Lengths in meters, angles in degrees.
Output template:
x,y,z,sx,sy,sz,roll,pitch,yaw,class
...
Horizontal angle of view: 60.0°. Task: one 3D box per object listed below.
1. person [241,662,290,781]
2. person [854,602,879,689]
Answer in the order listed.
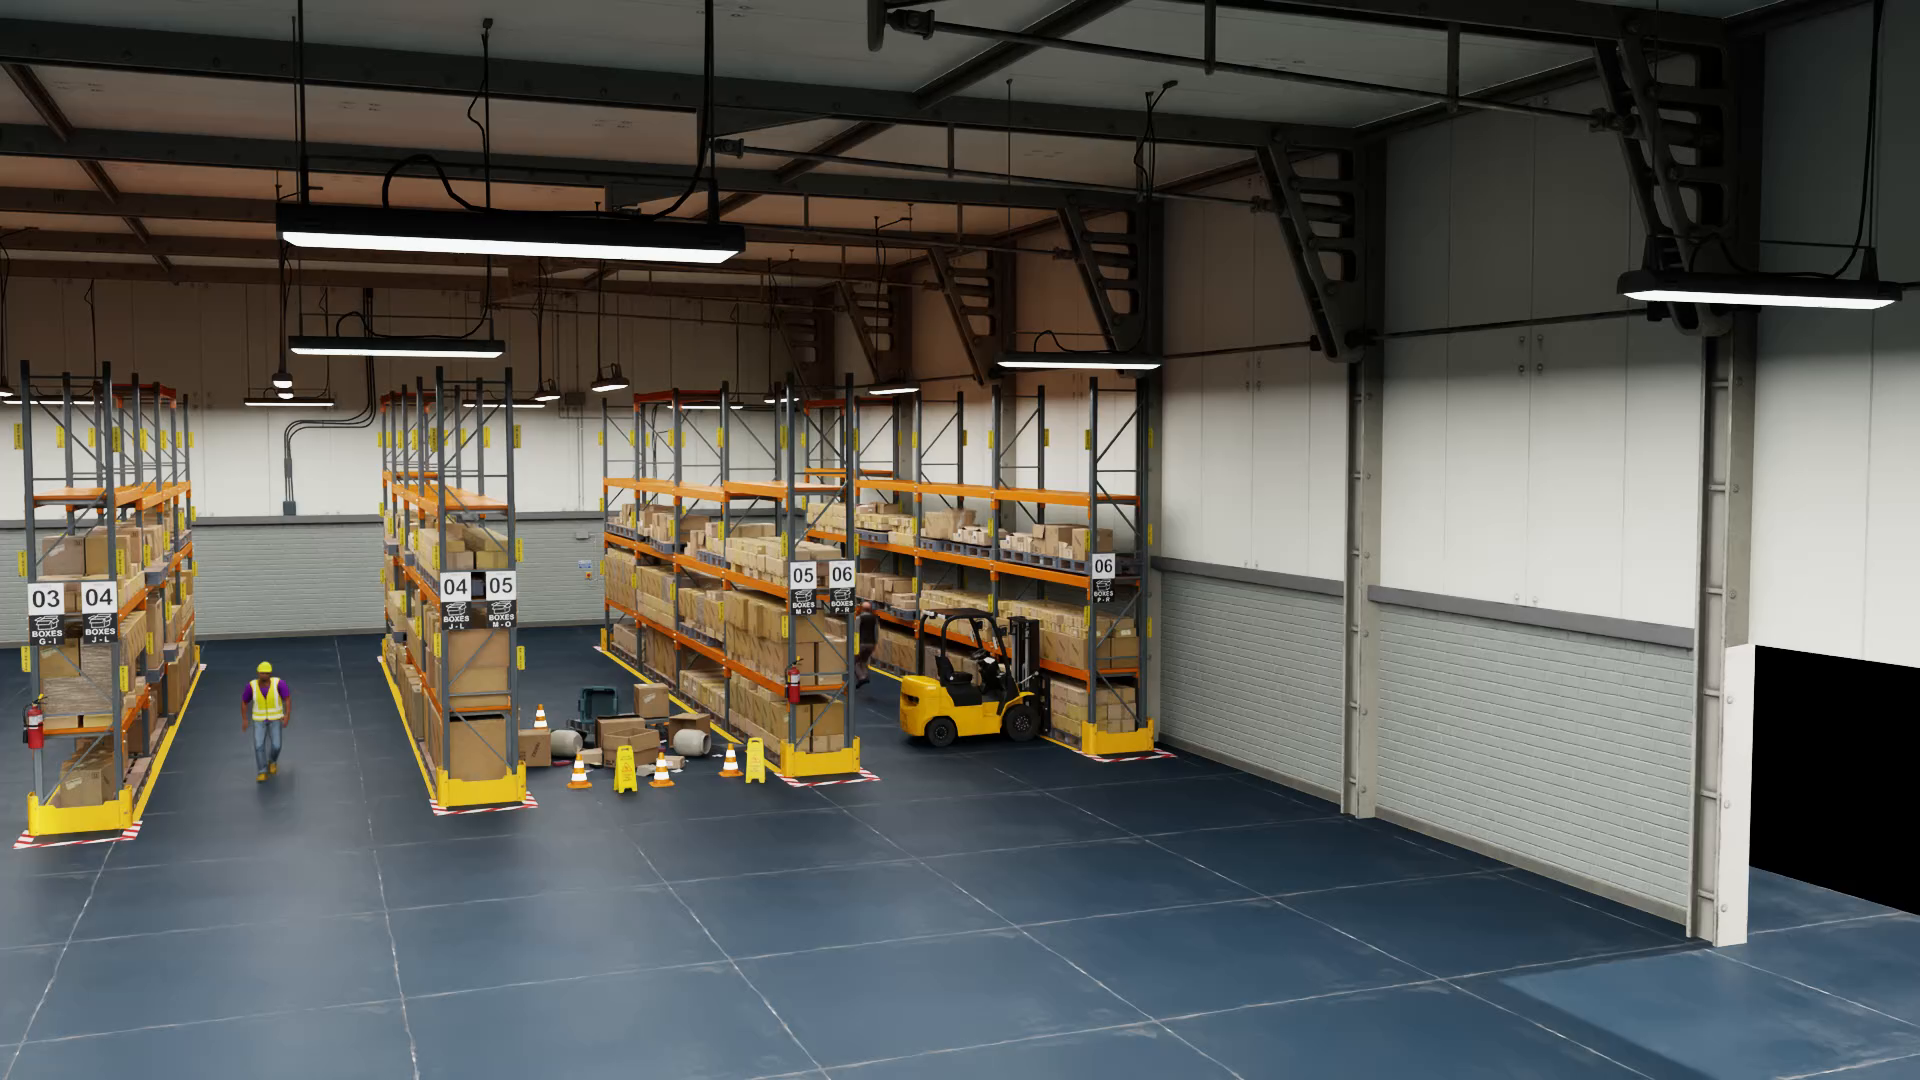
x,y,z,sx,sy,sz,roll,pitch,yaw,class
-10.276,2.657,24.626,0.672,1.746,0.619,-1,4,-20,person
-1.853,2.042,32.301,0.569,1.682,0.536,-2,4,-25,person
